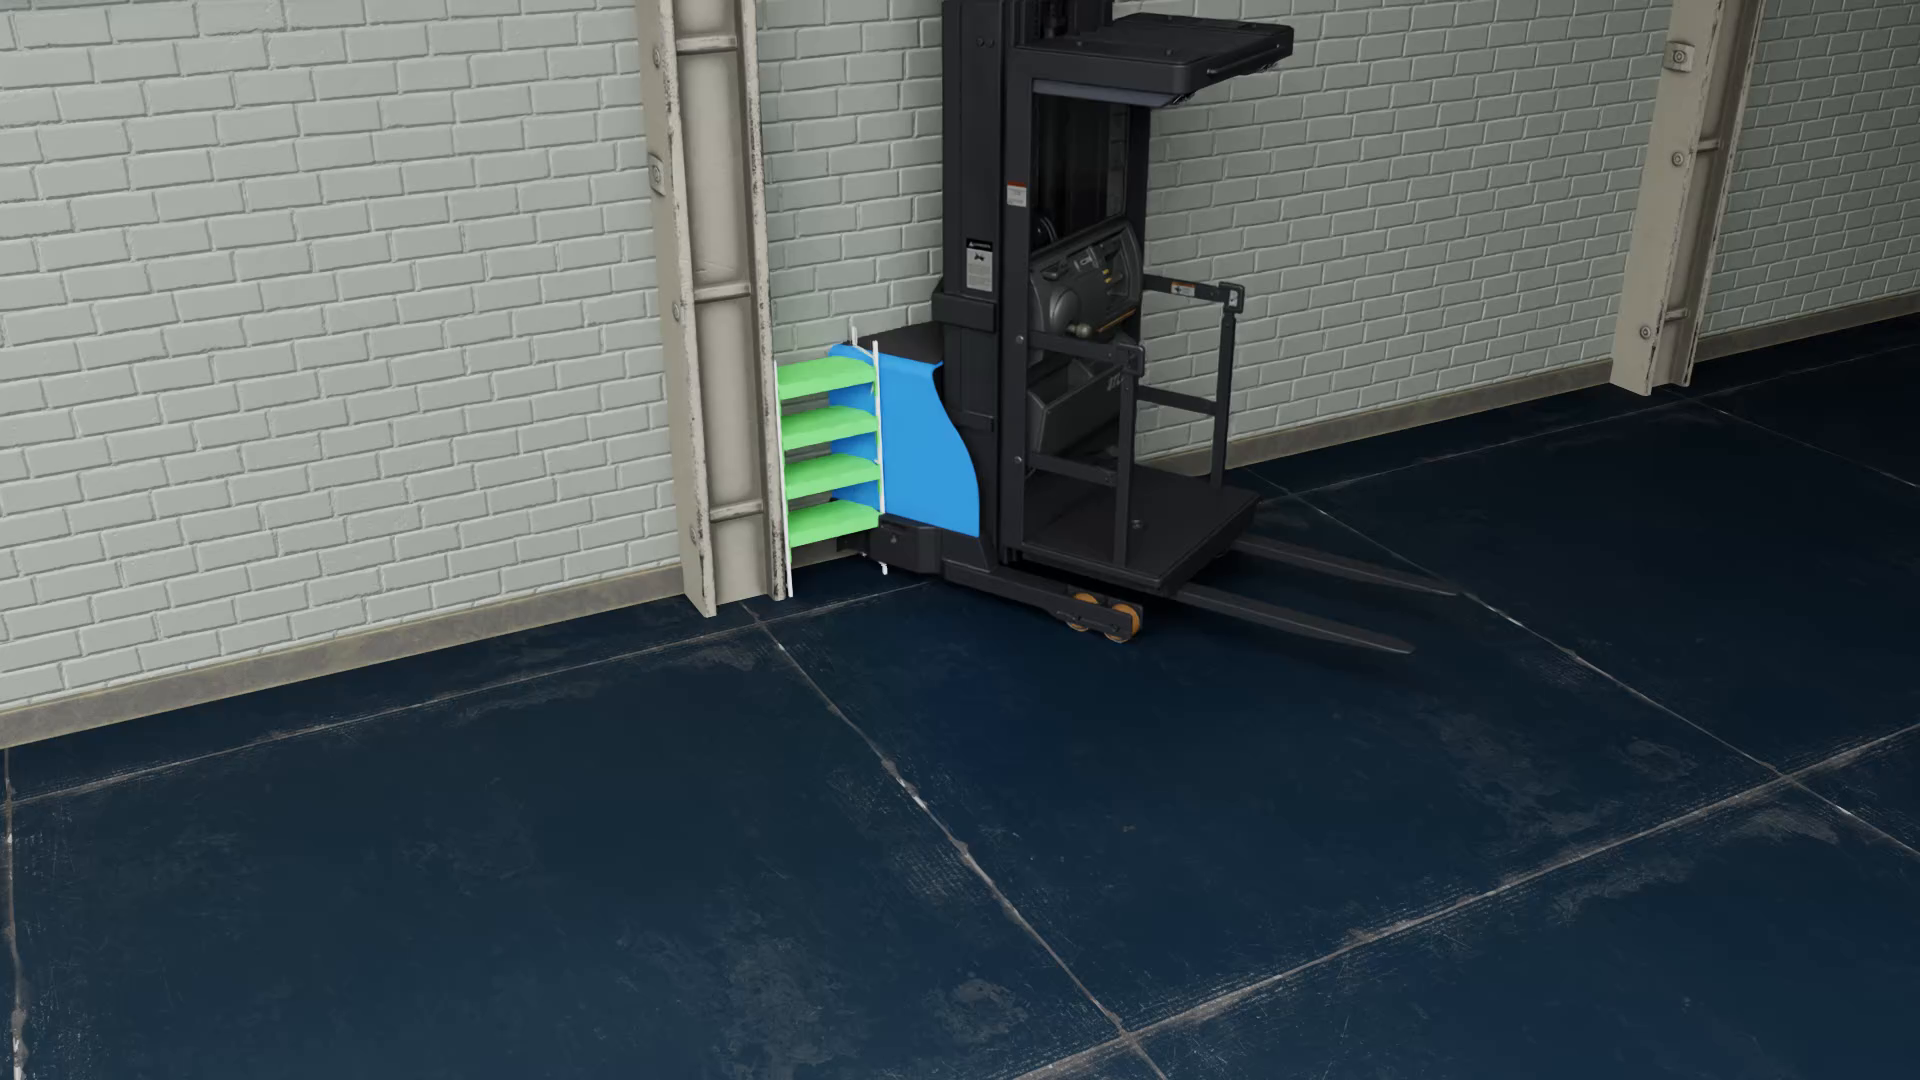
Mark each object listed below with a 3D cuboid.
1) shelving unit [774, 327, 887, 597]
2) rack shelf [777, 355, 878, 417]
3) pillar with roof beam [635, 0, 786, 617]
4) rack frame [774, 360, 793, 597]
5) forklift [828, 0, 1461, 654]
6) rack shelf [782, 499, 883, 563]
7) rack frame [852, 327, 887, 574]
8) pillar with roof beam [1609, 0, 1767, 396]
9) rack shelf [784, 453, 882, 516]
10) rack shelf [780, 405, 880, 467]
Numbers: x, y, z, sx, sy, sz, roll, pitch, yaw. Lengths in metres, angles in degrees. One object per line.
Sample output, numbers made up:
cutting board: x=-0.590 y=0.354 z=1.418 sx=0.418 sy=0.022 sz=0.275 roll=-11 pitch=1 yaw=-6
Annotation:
shelving unit: x=-0.634 y=-0.333 z=7.659 sx=0.503 sy=1.200 sz=0.258 roll=-14 pitch=29 yaw=-25
rack shelf: x=-0.642 y=-0.708 z=7.478 sx=0.480 sy=0.148 sz=0.258 roll=-14 pitch=29 yaw=-25
pillar with roof beam: x=0.977 y=-2.160 z=2.352 sx=0.400 sy=9.000 sz=9.100 roll=-13 pitch=29 yaw=-25
rack frame: x=-0.849 y=-0.279 z=7.556 sx=0.015 sy=1.200 sz=0.240 roll=-14 pitch=29 yaw=-25
forklift: x=0.738 y=-1.133 z=7.223 sx=3.031 sy=2.935 sz=1.130 roll=15 pitch=30 yaw=29
rack shelf: x=-0.629 y=-0.060 z=7.791 sx=0.480 sy=0.148 sz=0.258 roll=-14 pitch=29 yaw=-25
rack frame: x=-0.420 y=-0.388 z=7.762 sx=0.015 sy=1.200 sz=0.240 roll=-14 pitch=29 yaw=-25
pillar with roof beam: x=6.271 y=-3.382 z=4.897 sx=0.400 sy=9.000 sz=9.100 roll=-13 pitch=29 yaw=-25
rack shelf: x=-0.633 y=-0.276 z=7.687 sx=0.480 sy=0.148 sz=0.258 roll=-14 pitch=29 yaw=-25
rack shelf: x=-0.638 y=-0.492 z=7.583 sx=0.480 sy=0.148 sz=0.258 roll=-14 pitch=29 yaw=-25
